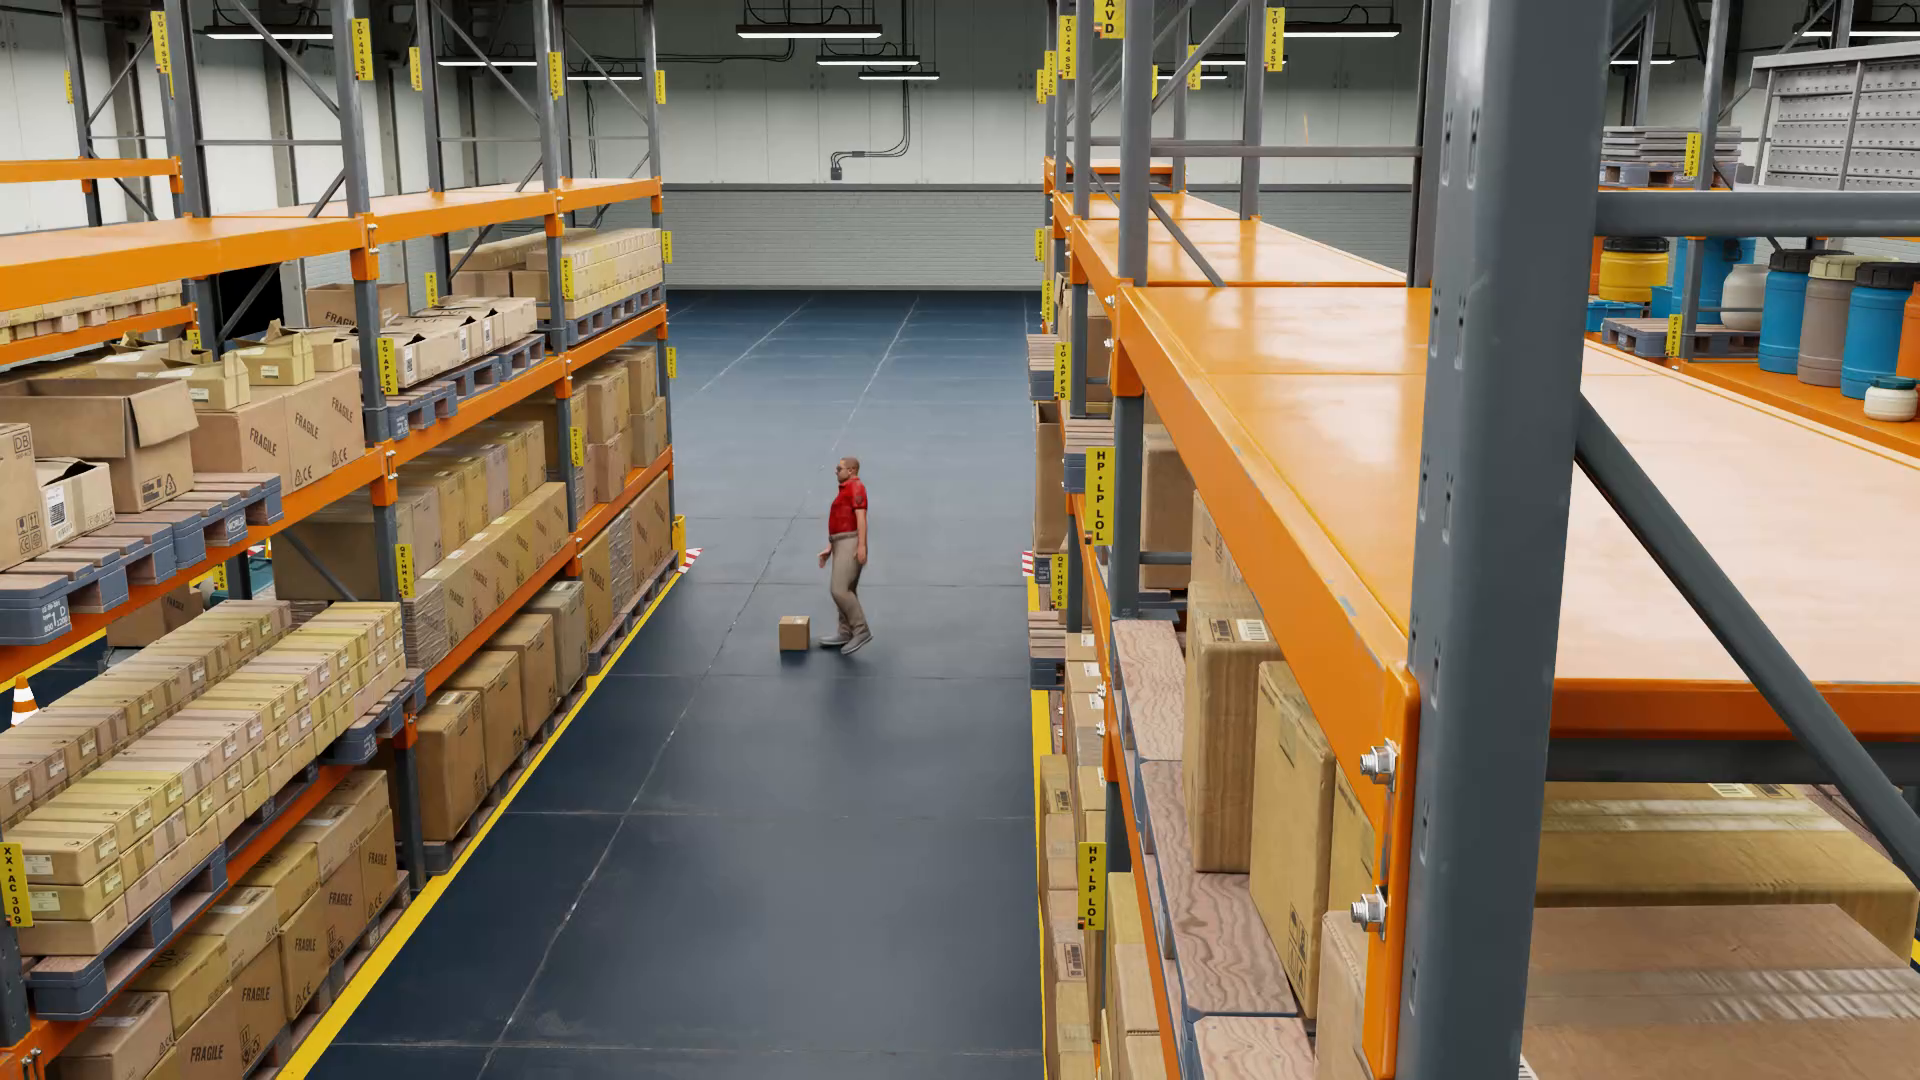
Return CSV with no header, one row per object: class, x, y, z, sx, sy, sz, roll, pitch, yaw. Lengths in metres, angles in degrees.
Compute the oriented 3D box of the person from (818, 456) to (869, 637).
person,-1.057,0.099,14.977,0.458,1.656,0.736,-1,14,-4
